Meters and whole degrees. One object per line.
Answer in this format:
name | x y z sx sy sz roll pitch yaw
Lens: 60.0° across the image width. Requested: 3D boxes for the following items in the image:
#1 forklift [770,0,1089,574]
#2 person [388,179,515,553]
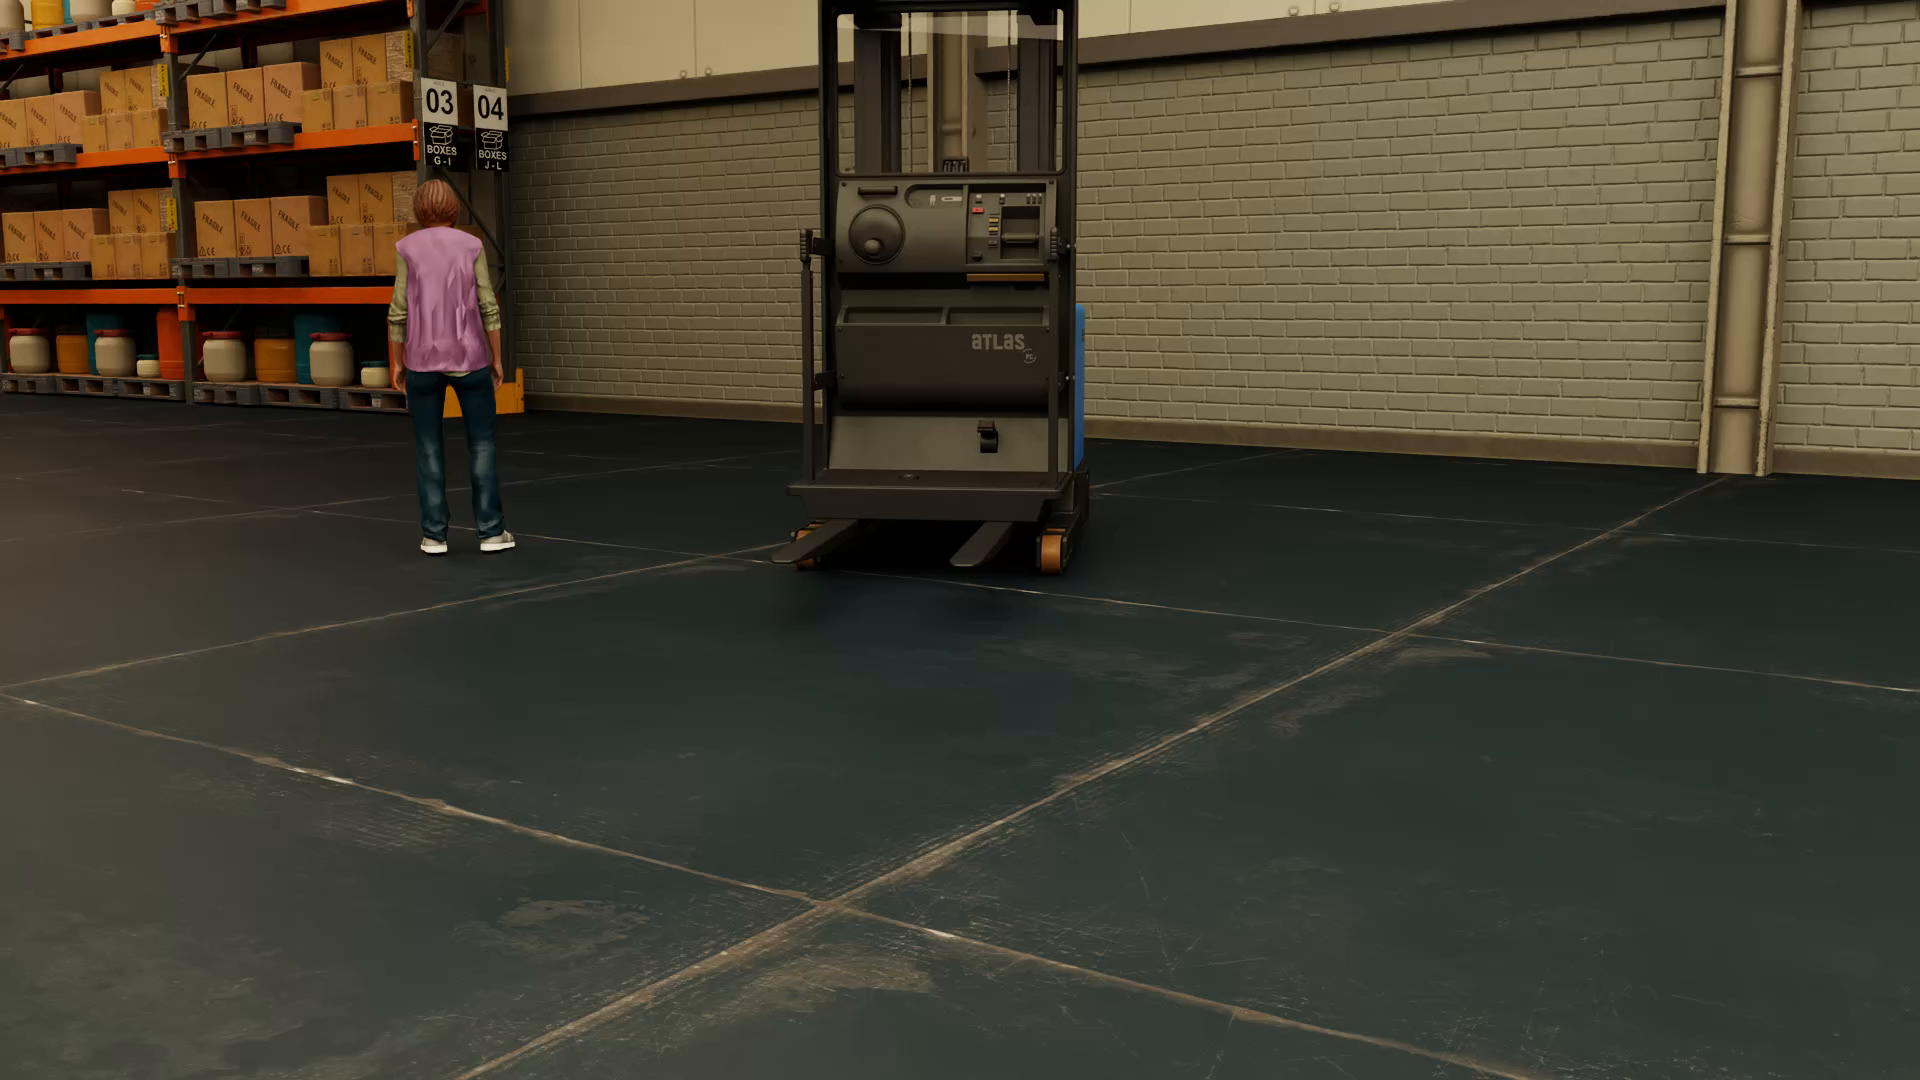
forklift | -0.085 -1.364 6.783 1.130 2.935 3.031 1 8 8
person | -2.184 -0.734 7.114 0.480 1.591 0.345 -2 8 -14
